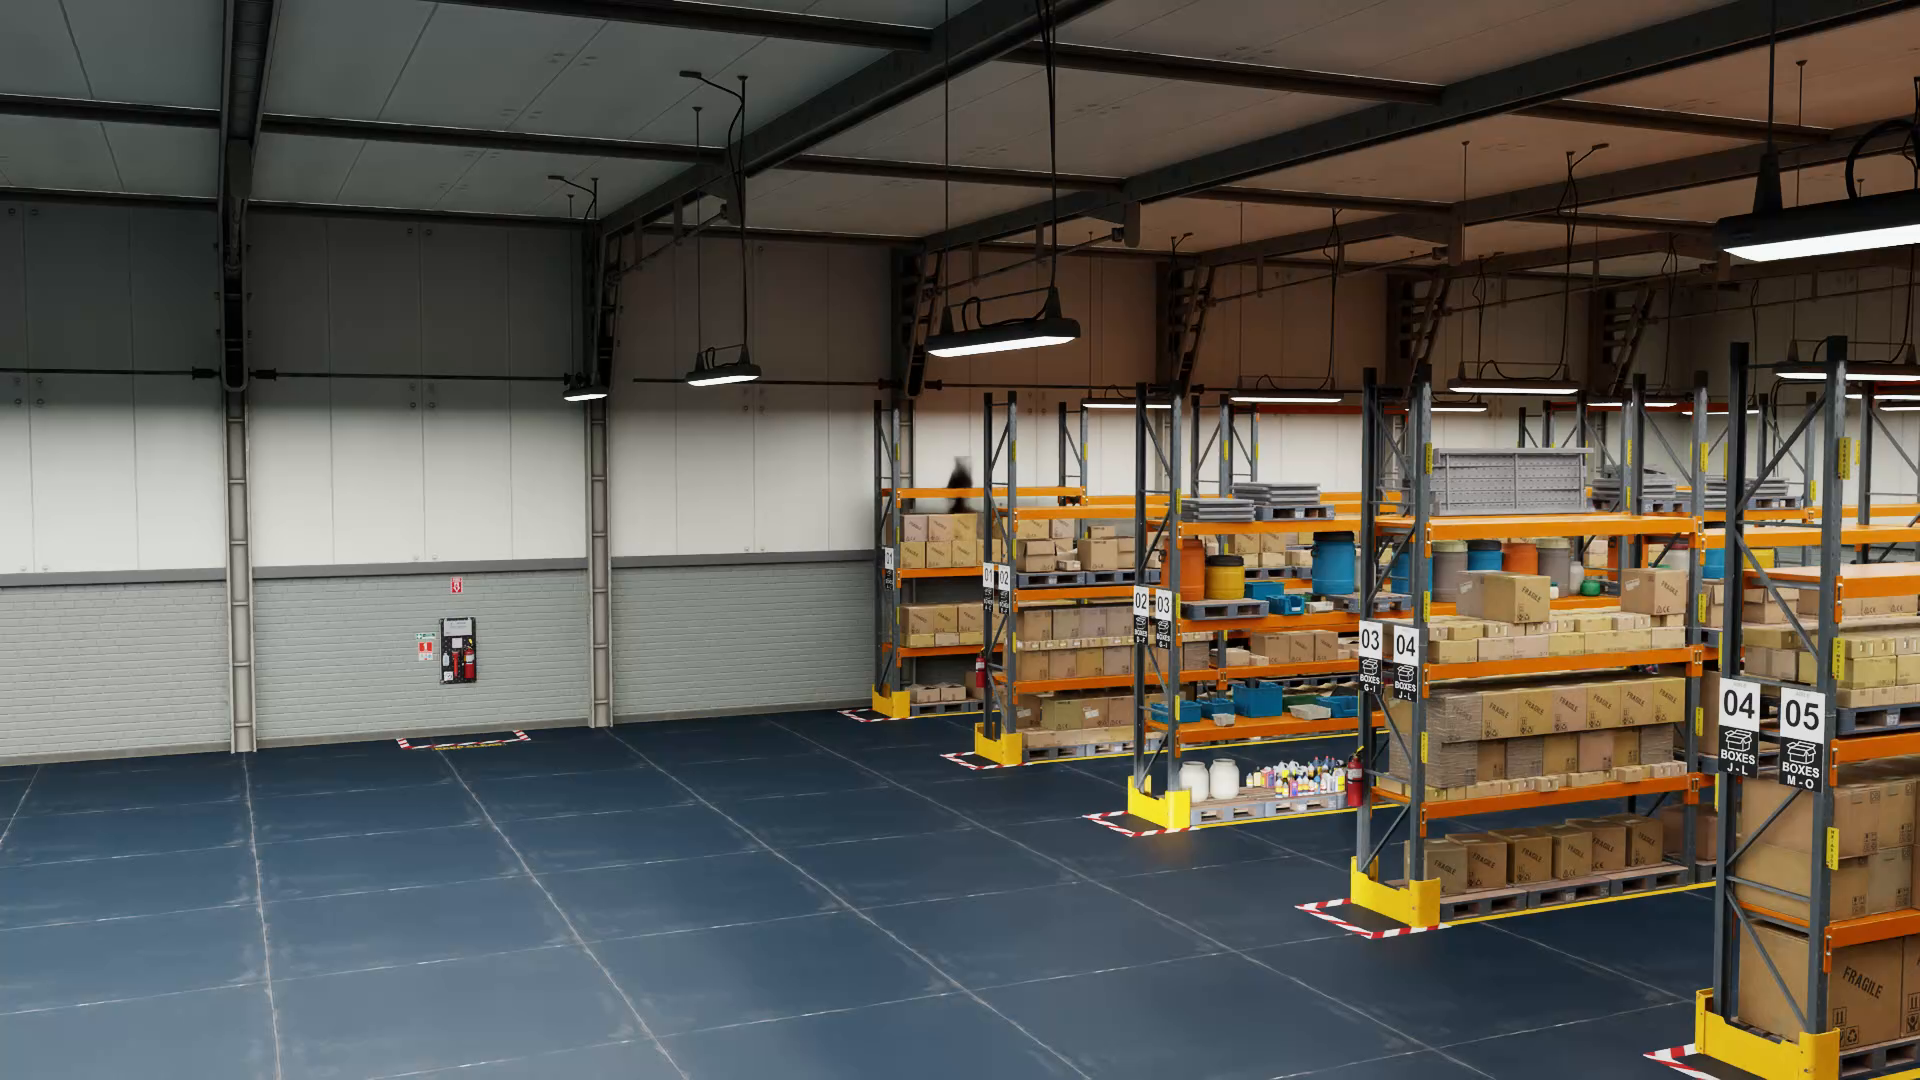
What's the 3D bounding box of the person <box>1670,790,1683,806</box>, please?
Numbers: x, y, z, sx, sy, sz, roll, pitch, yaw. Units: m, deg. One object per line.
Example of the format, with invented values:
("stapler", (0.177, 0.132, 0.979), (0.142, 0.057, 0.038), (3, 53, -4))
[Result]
("person", (10.254, 2.964, 23.580), (0.847, 1.715, 0.561), (-2, 4, -31))
